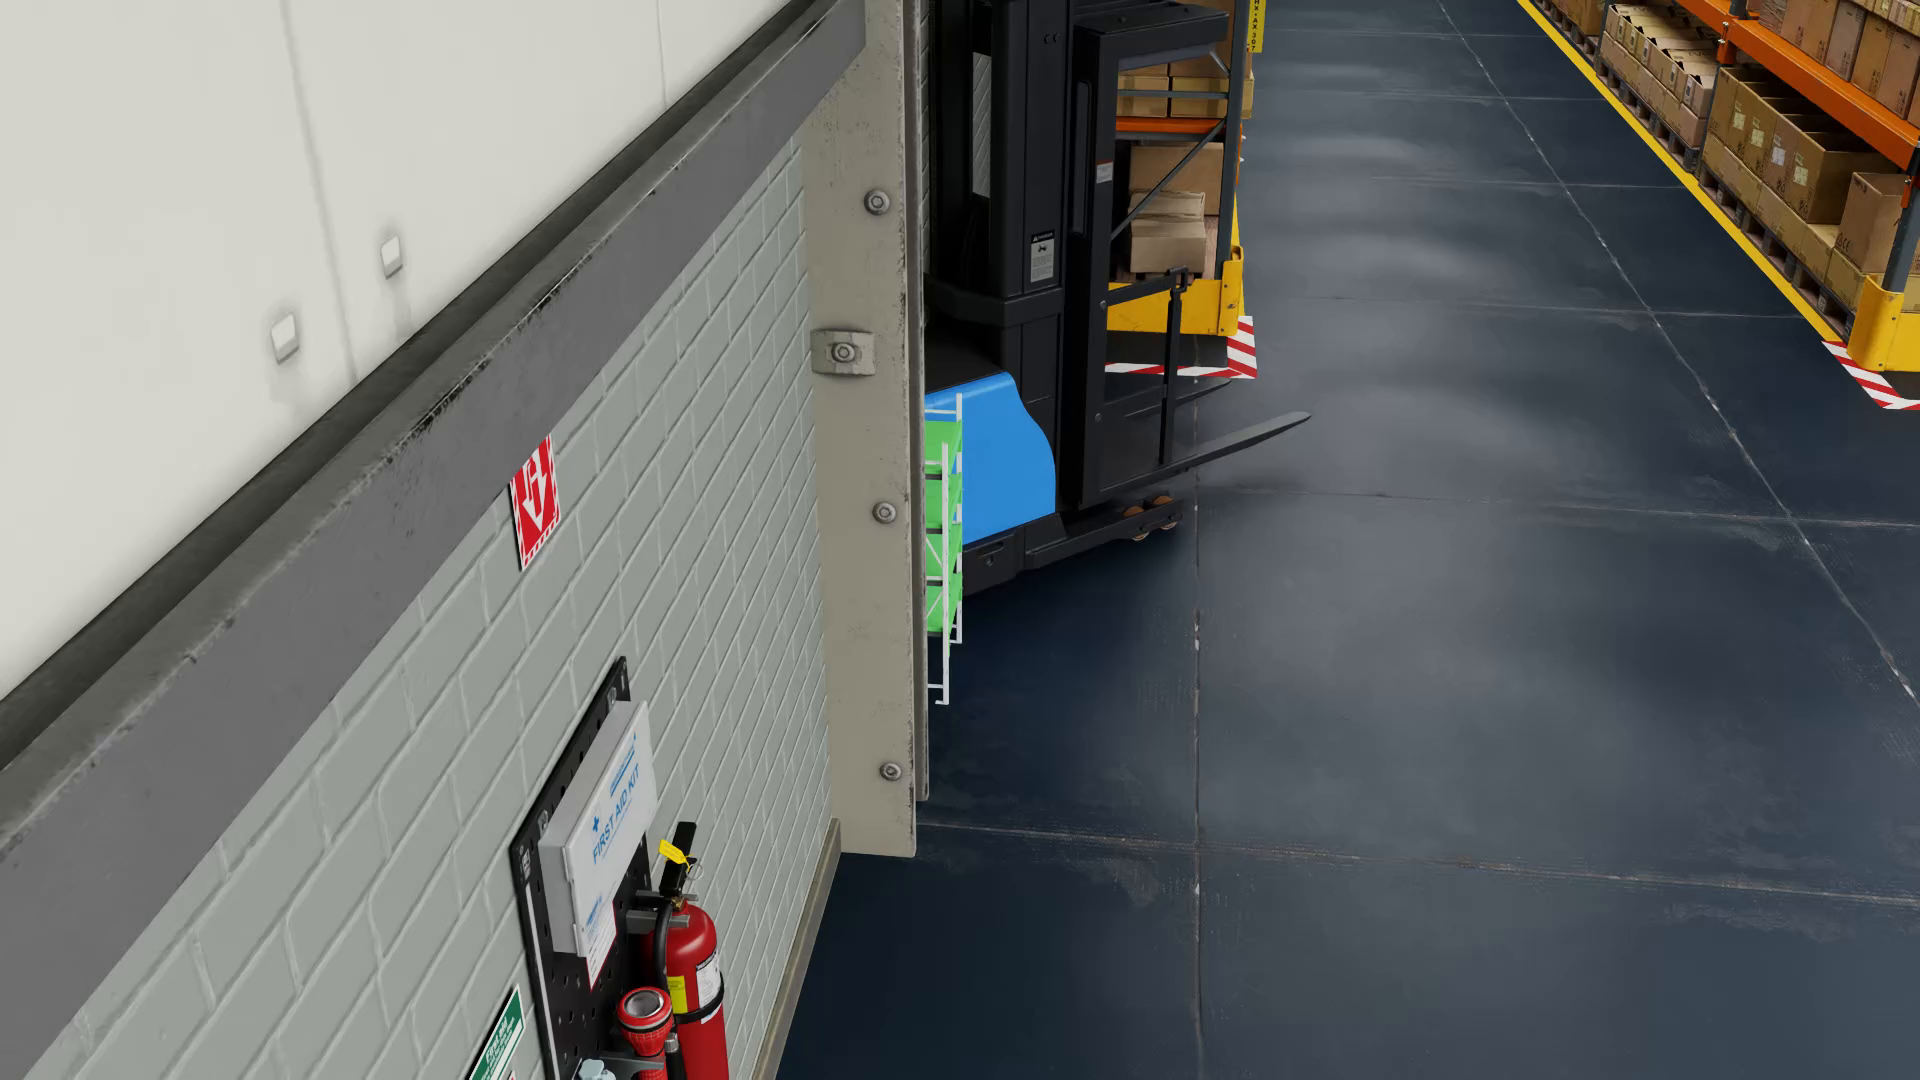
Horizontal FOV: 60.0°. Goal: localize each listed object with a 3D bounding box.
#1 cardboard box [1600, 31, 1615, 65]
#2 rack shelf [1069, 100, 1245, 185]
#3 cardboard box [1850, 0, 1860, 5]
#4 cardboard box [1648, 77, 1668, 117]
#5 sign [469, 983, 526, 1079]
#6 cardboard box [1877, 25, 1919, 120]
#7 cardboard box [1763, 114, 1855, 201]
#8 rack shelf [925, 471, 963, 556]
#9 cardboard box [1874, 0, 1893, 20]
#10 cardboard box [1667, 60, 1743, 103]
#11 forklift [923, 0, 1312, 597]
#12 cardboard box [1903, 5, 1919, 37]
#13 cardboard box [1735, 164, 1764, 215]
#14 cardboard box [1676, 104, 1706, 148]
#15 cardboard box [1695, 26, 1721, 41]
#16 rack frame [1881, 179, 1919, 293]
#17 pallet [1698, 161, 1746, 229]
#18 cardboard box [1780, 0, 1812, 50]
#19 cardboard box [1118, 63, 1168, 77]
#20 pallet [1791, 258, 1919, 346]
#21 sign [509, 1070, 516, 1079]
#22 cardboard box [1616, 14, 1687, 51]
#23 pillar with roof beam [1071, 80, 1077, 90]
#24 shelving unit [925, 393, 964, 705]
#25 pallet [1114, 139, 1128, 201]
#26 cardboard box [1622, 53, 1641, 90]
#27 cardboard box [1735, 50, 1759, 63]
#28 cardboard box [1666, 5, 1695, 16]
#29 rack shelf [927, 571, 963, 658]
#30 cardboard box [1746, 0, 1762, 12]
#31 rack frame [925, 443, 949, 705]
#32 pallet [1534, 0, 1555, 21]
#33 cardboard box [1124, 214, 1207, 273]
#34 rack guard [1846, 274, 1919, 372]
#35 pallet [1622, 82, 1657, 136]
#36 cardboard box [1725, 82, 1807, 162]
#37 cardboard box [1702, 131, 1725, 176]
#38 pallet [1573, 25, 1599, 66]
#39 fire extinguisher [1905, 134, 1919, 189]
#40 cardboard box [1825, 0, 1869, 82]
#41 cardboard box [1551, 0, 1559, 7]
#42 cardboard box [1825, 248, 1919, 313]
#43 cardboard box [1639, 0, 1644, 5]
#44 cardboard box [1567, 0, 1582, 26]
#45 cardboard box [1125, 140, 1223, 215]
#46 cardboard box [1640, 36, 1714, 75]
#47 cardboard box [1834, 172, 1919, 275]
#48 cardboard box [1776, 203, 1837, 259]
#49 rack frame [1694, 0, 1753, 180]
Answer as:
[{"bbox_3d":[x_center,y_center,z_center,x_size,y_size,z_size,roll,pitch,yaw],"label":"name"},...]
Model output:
[{"bbox_3d":[6.752,-4.929,16.693,0.500,0.250,0.500,3,28,6],"label":"cardboard box"},{"bbox_3d":[1.456,-3.329,12.026,1.077,0.370,4.000,3,28,6],"label":"rack shelf"},{"bbox_3d":[6.173,-3.669,11.109,0.380,0.149,0.250,3,28,5],"label":"cardboard box"},{"bbox_3d":[6.507,-3.966,14.906,0.500,0.250,0.500,4,29,7],"label":"cardboard box"},{"bbox_3d":[-0.799,0.905,2.812,0.001,0.109,0.331,3,28,6],"label":"sign"},{"bbox_3d":[6.257,-2.929,10.418,0.700,0.500,0.500,4,29,8],"label":"cardboard box"},{"bbox_3d":[6.068,-2.699,11.764,0.500,0.500,0.500,3,28,6],"label":"cardboard box"},{"bbox_3d":[-0.140,-0.118,6.833,0.258,0.148,0.480,3,28,6],"label":"rack shelf"},{"bbox_3d":[6.112,-3.424,10.655,0.380,0.149,0.250,4,29,8],"label":"cardboard box"},{"bbox_3d":[6.440,-3.975,14.331,0.500,0.311,0.500,4,29,8],"label":"cardboard box"},{"bbox_3d":[0.503,-1.469,7.887,3.031,2.935,1.130,-20,34,-32],"label":"forklift"},{"bbox_3d":[6.047,-3.183,10.205,0.380,0.149,0.250,3,28,5],"label":"cardboard box"},{"bbox_3d":[6.127,-2.605,12.379,0.500,0.250,0.500,3,28,6],"label":"cardboard box"},{"bbox_3d":[6.381,-3.488,14.017,0.500,0.250,0.500,3,28,6],"label":"cardboard box"},{"bbox_3d":[7.166,-4.662,15.606,0.500,0.311,0.500,3,28,6],"label":"cardboard box"},{"bbox_3d":[6.127,-2.418,9.576,1.000,3.000,0.127,3,28,6],"label":"rack frame"},{"bbox_3d":[6.479,-2.702,13.042,1.003,0.211,1.213,3,28,6],"label":"pallet"},{"bbox_3d":[6.511,-3.887,12.198,0.700,0.500,0.500,3,28,6],"label":"cardboard box"},{"bbox_3d":[1.057,-3.212,10.395,0.500,0.500,0.500,3,28,6],"label":"cardboard box"},{"bbox_3d":[6.180,-1.553,10.910,1.003,0.211,1.213,3,28,6],"label":"pallet"},{"bbox_3d":[-0.808,1.140,2.934,0.001,0.329,0.234,3,28,6],"label":"sign"},{"bbox_3d":[6.696,-4.928,16.100,0.500,0.311,0.500,3,28,5],"label":"cardboard box"},{"bbox_3d":[5.446,-8.299,14.168,9.100,9.000,0.400,3,28,6],"label":"pillar with roof beam"},{"bbox_3d":[-0.140,0.037,6.917,0.258,1.200,0.503,3,28,6],"label":"shelving unit"},{"bbox_3d":[1.654,-3.042,13.673,1.003,0.211,1.213,3,28,6],"label":"pallet"},{"bbox_3d":[6.634,-4.447,15.799,0.500,0.250,0.500,3,28,5],"label":"cardboard box"},{"bbox_3d":[7.044,-4.182,14.714,0.500,0.311,0.500,2,28,5],"label":"cardboard box"},{"bbox_3d":[7.288,-5.144,16.502,0.500,0.311,0.500,4,29,8],"label":"cardboard box"},{"bbox_3d":[-0.140,0.304,7.061,0.258,0.148,0.480,3,28,6],"label":"rack shelf"},{"bbox_3d":[6.635,-4.470,13.542,0.500,0.250,0.500,5,29,9],"label":"cardboard box"},{"bbox_3d":[-0.168,0.152,6.704,0.240,1.200,0.015,3,28,6],"label":"rack frame"},{"bbox_3d":[7.536,-6.454,20.008,1.003,0.211,1.213,3,28,6],"label":"pallet"},{"bbox_3d":[1.385,-2.035,11.236,0.500,0.311,0.500,0,28,0],"label":"cardboard box"},{"bbox_3d":[6.125,-1.307,10.148,1.175,0.500,0.348,3,28,6],"label":"rack guard"},{"bbox_3d":[6.816,-3.999,15.450,1.003,0.211,1.213,3,28,6],"label":"pallet"},{"bbox_3d":[6.197,-3.170,12.637,0.500,0.500,0.500,3,28,6],"label":"cardboard box"},{"bbox_3d":[6.260,-3.075,13.251,0.500,0.250,0.500,3,28,6],"label":"cardboard box"},{"bbox_3d":[7.237,-5.306,17.876,1.003,0.211,1.213,3,28,6],"label":"pallet"},{"bbox_3d":[5.652,-2.356,9.542,0.296,0.674,0.183,3,28,6],"label":"fire extinguisher"},{"bbox_3d":[6.384,-3.410,11.312,0.700,0.500,0.500,4,29,8],"label":"cardboard box"},{"bbox_3d":[7.174,-6.460,19.250,0.500,0.500,0.500,4,29,7],"label":"cardboard box"},{"bbox_3d":[5.900,-1.662,10.629,0.500,0.250,0.500,3,28,6],"label":"cardboard box"},{"bbox_3d":[7.506,-5.722,17.880,0.500,0.500,0.500,2,28,4],"label":"cardboard box"},{"bbox_3d":[7.053,-5.975,18.349,0.500,0.500,0.500,2,28,4],"label":"cardboard box"},{"bbox_3d":[1.594,-2.729,12.324,0.700,0.500,0.500,2,28,3],"label":"cardboard box"},{"bbox_3d":[6.569,-4.446,15.205,0.500,0.311,0.500,3,28,6],"label":"cardboard box"},{"bbox_3d":[5.898,-1.993,10.452,0.500,0.500,0.500,3,28,6],"label":"cardboard box"},{"bbox_3d":[6.009,-2.134,11.505,0.500,0.250,0.500,3,28,6],"label":"cardboard box"},{"bbox_3d":[6.618,-4.301,13.071,1.000,3.000,0.127,3,28,6],"label":"rack frame"}]
